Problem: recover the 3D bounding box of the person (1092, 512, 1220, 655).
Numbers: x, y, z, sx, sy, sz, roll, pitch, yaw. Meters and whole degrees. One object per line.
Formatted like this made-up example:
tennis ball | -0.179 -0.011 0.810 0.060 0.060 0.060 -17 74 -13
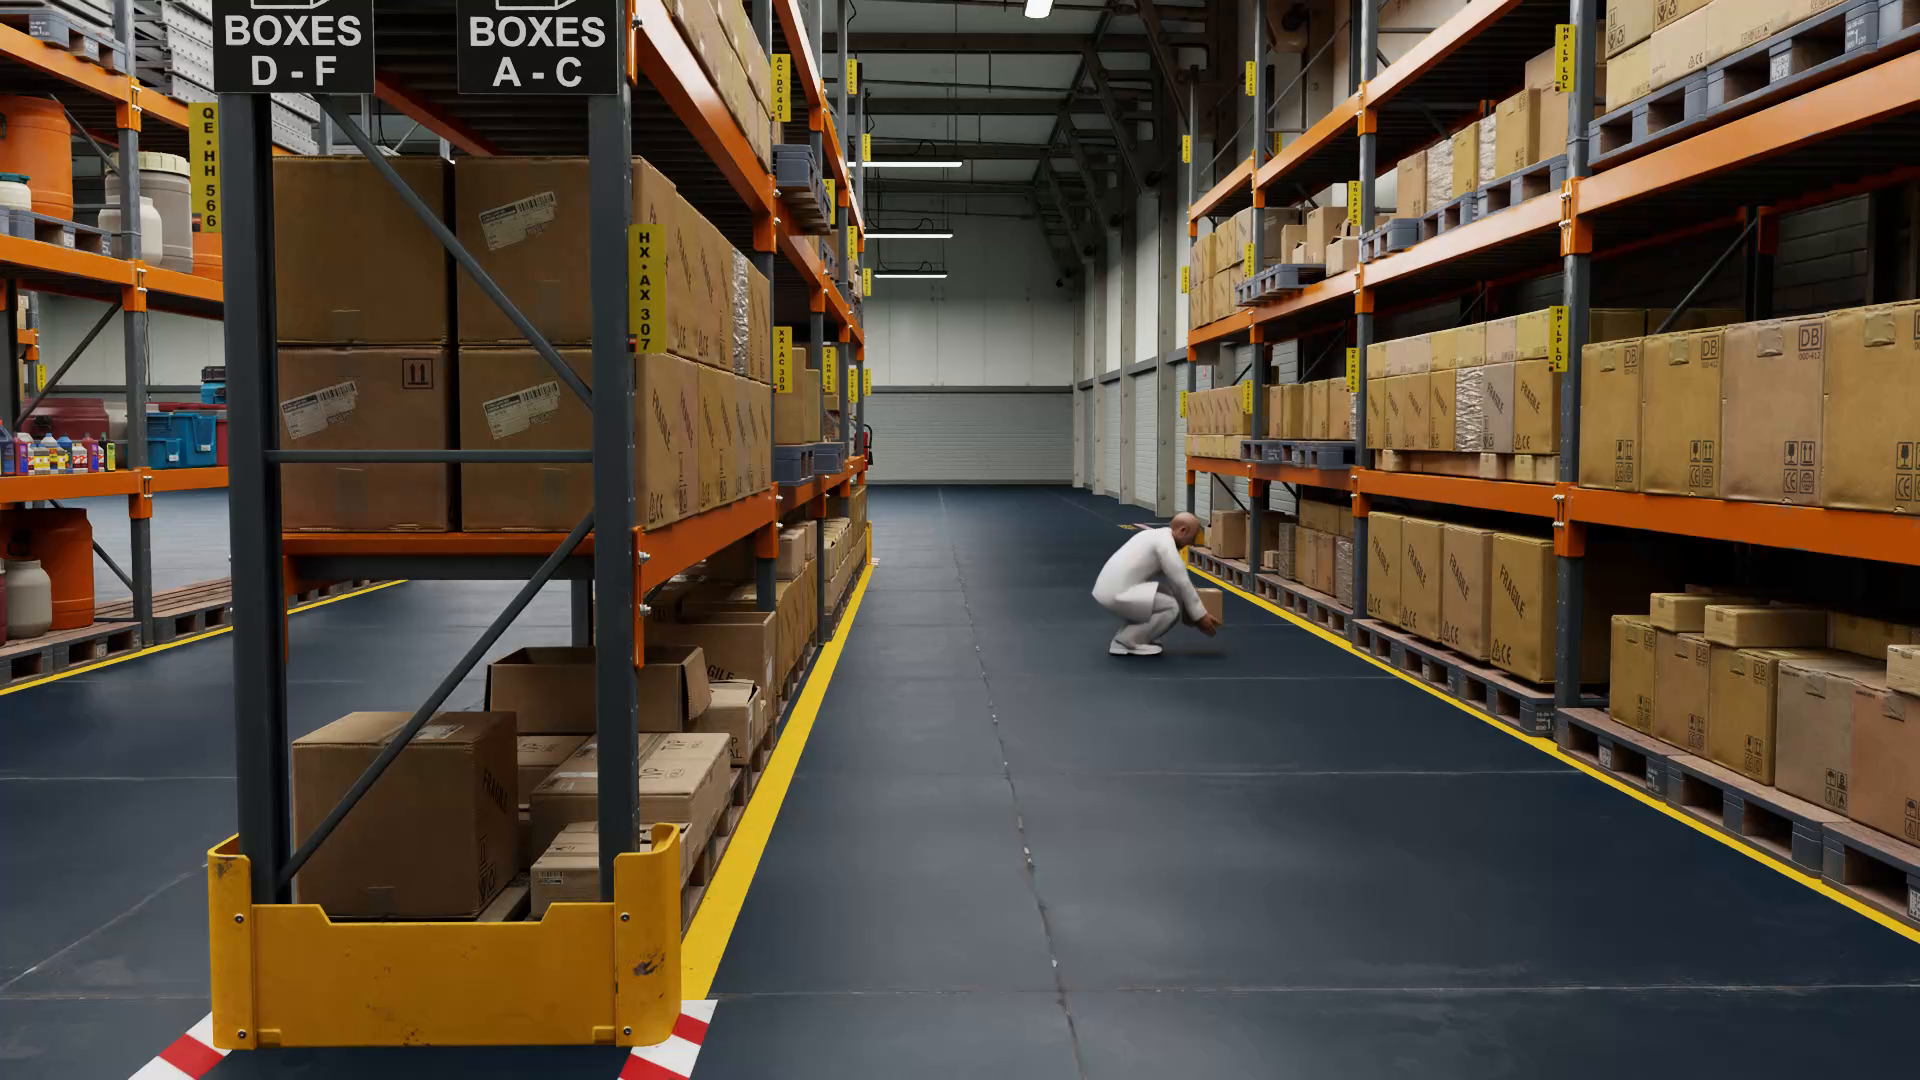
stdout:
person | 1.398 0.310 11.926 0.902 1.011 0.589 0 4 -2
